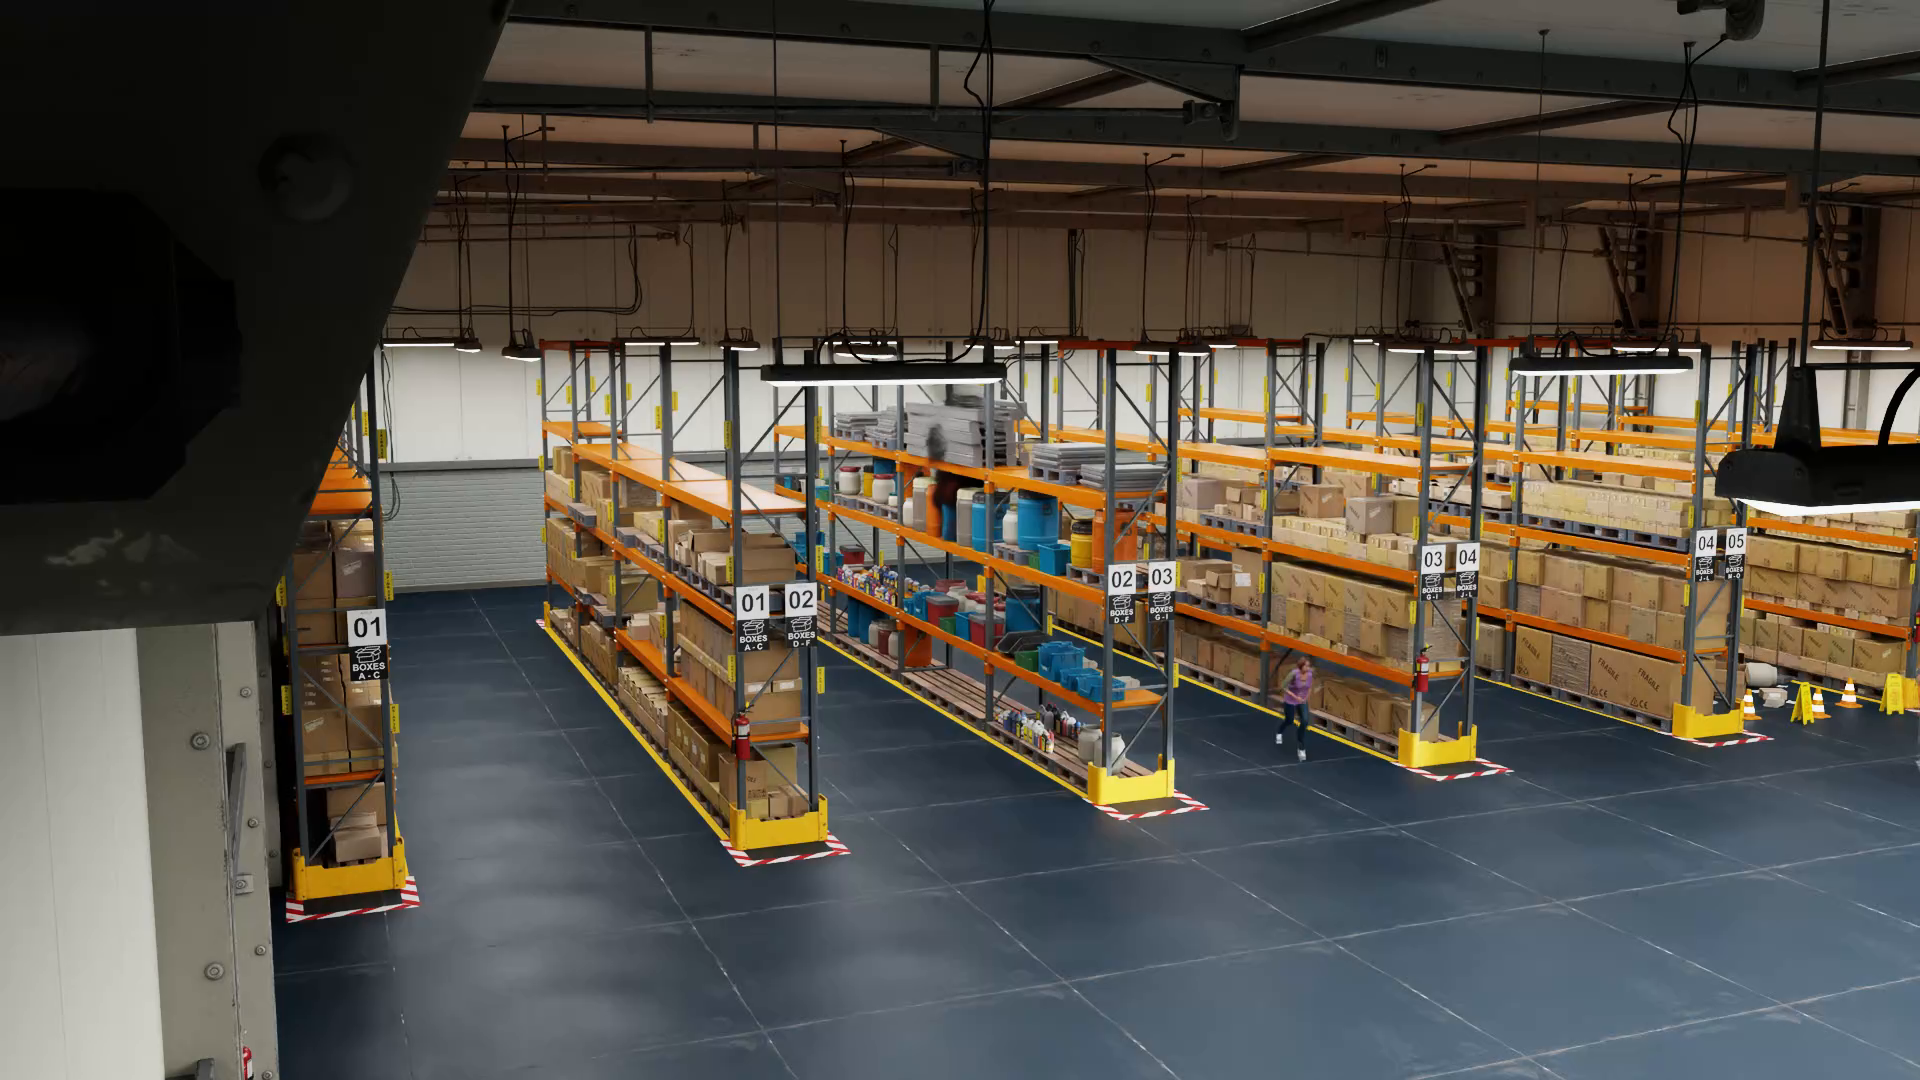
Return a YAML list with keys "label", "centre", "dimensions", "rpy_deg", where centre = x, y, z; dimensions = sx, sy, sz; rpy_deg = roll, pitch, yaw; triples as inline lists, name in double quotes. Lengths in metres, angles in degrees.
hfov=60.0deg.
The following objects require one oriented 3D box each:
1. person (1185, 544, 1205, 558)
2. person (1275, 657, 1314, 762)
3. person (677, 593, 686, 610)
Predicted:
- label: "person"
  centre: [6.052, -0.039, 42.472]
  dimensions: [0.762, 1.784, 0.625]
  rpy_deg: [-7, 10, -44]
- label: "person"
  centre: [4.911, 2.413, 24.509]
  dimensions: [0.578, 1.549, 0.913]
  rpy_deg: [-3, 8, -19]
- label: "person"
  centre: [-5.747, 1.104, 34.073]
  dimensions: [0.600, 1.628, 0.538]
  rpy_deg: [-4, 8, -28]
